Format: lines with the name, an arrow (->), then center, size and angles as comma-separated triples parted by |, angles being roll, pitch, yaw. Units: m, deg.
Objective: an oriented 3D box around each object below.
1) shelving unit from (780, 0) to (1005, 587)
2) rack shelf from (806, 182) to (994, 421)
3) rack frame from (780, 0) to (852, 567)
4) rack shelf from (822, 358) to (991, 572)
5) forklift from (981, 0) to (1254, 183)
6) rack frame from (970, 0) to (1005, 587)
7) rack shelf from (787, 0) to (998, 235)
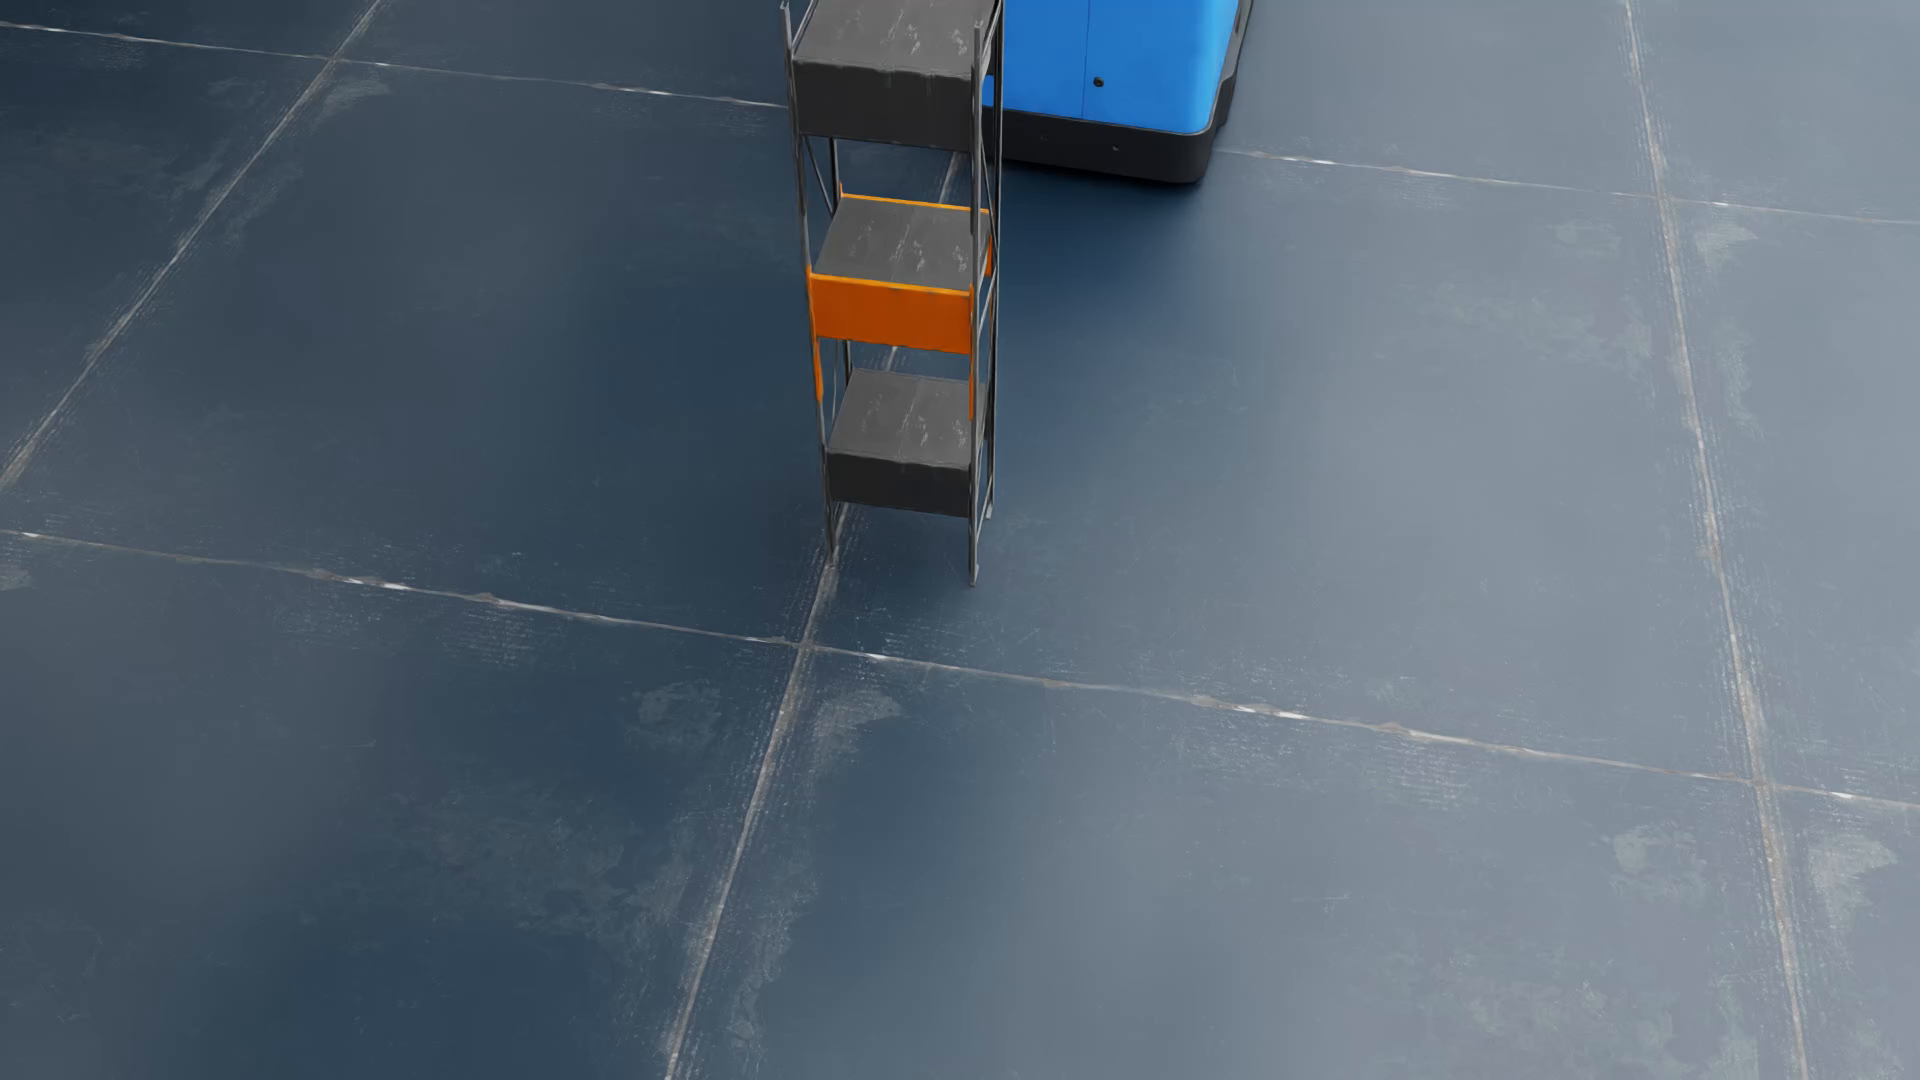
shelving unit -> -0.163, -0.724, 4.989 | 0.503, 2.100, 0.431 | 8, 49, 7
rack shelf -> -0.163, -0.715, 4.999 | 0.480, 0.518, 0.431 | 8, 49, 7
rack frame -> -0.403, -0.756, 5.018 | 0.015, 2.100, 0.400 | 8, 49, 7
rack shelf -> -0.163, -0.247, 5.519 | 0.480, 0.518, 0.431 | 8, 49, 7
forklift -> 0.866, -3.602, 7.016 | 1.130, 2.935, 3.031 | 10, 49, 9
rack frame -> 0.077, -0.691, 4.960 | 0.015, 2.100, 0.400 | 8, 49, 7
rack shelf -> -0.163, -1.182, 4.478 | 0.480, 0.518, 0.431 | 8, 49, 7
